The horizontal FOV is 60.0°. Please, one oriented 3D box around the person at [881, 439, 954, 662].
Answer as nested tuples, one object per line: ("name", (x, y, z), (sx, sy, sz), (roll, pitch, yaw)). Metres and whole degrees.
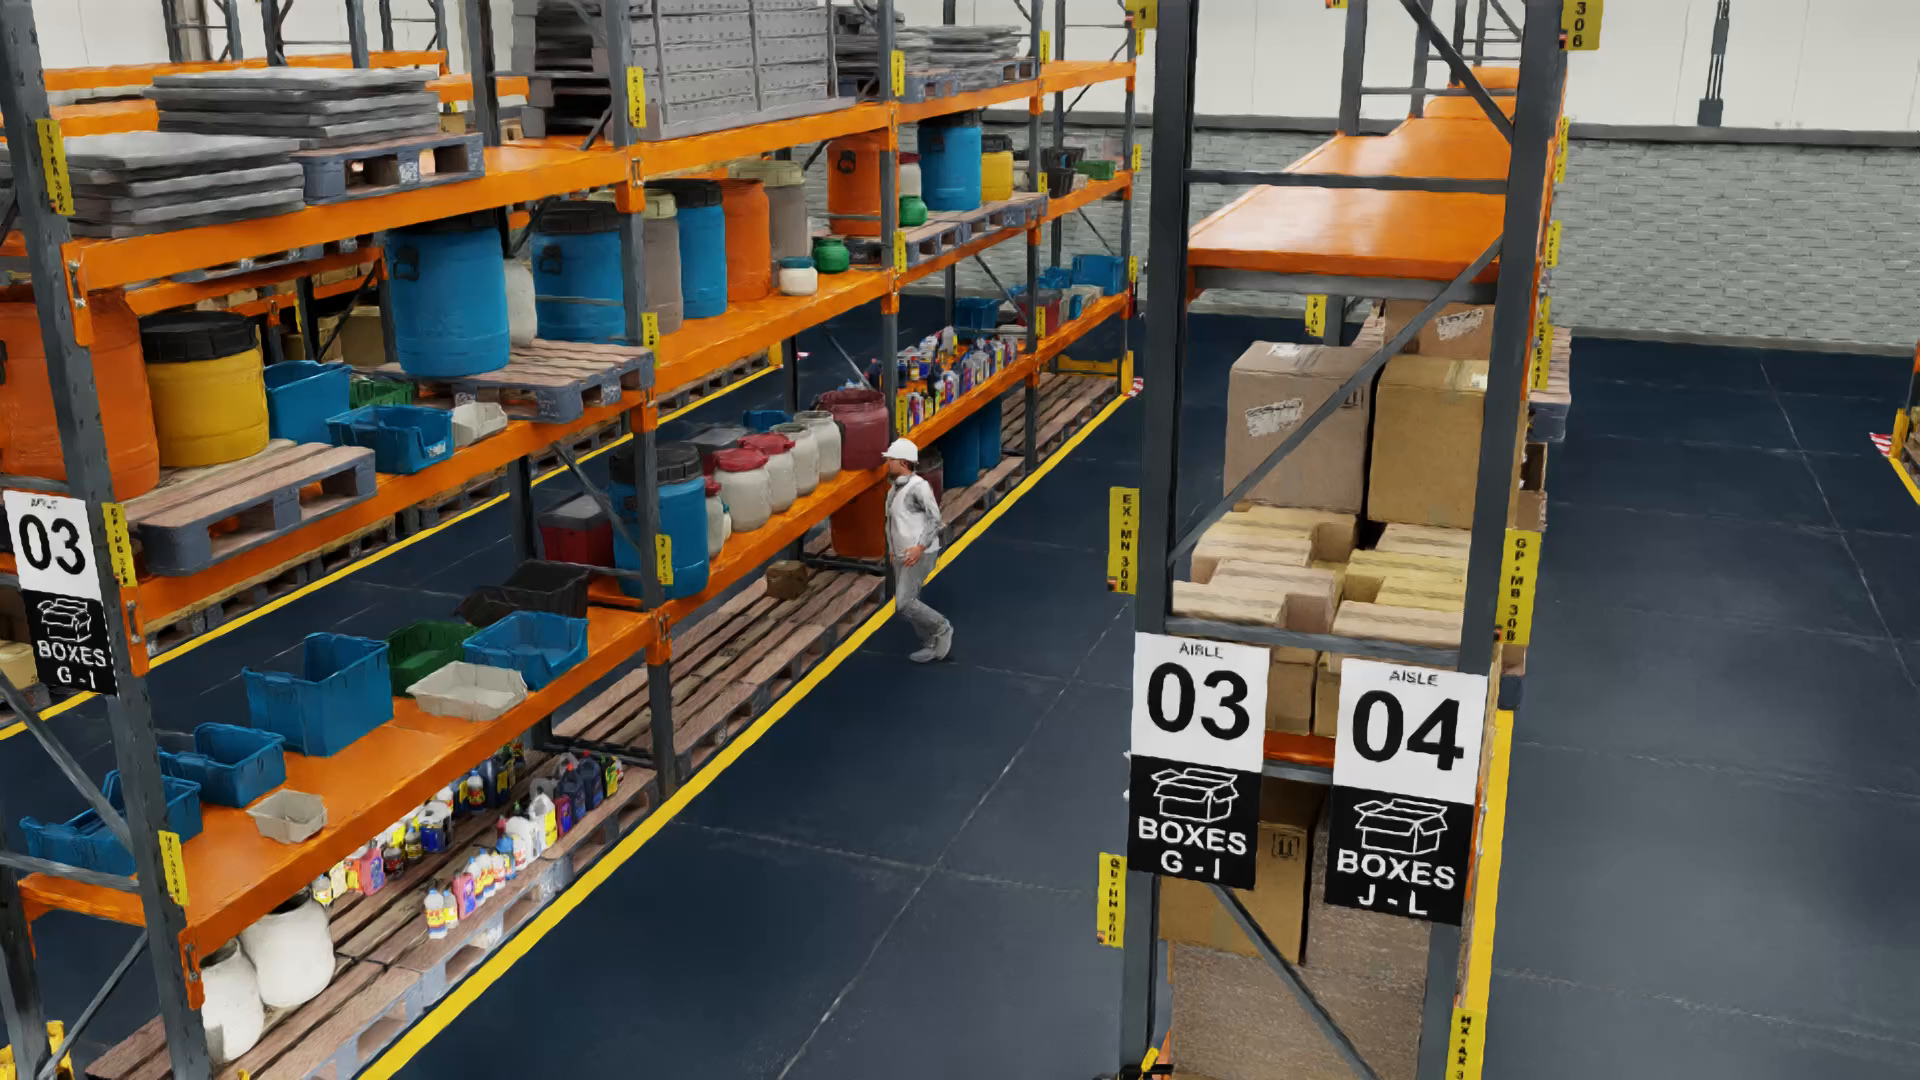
("person", (-0.377, 0.079, 12.833), (0.483, 1.698, 0.702), (-12, 22, -31))
